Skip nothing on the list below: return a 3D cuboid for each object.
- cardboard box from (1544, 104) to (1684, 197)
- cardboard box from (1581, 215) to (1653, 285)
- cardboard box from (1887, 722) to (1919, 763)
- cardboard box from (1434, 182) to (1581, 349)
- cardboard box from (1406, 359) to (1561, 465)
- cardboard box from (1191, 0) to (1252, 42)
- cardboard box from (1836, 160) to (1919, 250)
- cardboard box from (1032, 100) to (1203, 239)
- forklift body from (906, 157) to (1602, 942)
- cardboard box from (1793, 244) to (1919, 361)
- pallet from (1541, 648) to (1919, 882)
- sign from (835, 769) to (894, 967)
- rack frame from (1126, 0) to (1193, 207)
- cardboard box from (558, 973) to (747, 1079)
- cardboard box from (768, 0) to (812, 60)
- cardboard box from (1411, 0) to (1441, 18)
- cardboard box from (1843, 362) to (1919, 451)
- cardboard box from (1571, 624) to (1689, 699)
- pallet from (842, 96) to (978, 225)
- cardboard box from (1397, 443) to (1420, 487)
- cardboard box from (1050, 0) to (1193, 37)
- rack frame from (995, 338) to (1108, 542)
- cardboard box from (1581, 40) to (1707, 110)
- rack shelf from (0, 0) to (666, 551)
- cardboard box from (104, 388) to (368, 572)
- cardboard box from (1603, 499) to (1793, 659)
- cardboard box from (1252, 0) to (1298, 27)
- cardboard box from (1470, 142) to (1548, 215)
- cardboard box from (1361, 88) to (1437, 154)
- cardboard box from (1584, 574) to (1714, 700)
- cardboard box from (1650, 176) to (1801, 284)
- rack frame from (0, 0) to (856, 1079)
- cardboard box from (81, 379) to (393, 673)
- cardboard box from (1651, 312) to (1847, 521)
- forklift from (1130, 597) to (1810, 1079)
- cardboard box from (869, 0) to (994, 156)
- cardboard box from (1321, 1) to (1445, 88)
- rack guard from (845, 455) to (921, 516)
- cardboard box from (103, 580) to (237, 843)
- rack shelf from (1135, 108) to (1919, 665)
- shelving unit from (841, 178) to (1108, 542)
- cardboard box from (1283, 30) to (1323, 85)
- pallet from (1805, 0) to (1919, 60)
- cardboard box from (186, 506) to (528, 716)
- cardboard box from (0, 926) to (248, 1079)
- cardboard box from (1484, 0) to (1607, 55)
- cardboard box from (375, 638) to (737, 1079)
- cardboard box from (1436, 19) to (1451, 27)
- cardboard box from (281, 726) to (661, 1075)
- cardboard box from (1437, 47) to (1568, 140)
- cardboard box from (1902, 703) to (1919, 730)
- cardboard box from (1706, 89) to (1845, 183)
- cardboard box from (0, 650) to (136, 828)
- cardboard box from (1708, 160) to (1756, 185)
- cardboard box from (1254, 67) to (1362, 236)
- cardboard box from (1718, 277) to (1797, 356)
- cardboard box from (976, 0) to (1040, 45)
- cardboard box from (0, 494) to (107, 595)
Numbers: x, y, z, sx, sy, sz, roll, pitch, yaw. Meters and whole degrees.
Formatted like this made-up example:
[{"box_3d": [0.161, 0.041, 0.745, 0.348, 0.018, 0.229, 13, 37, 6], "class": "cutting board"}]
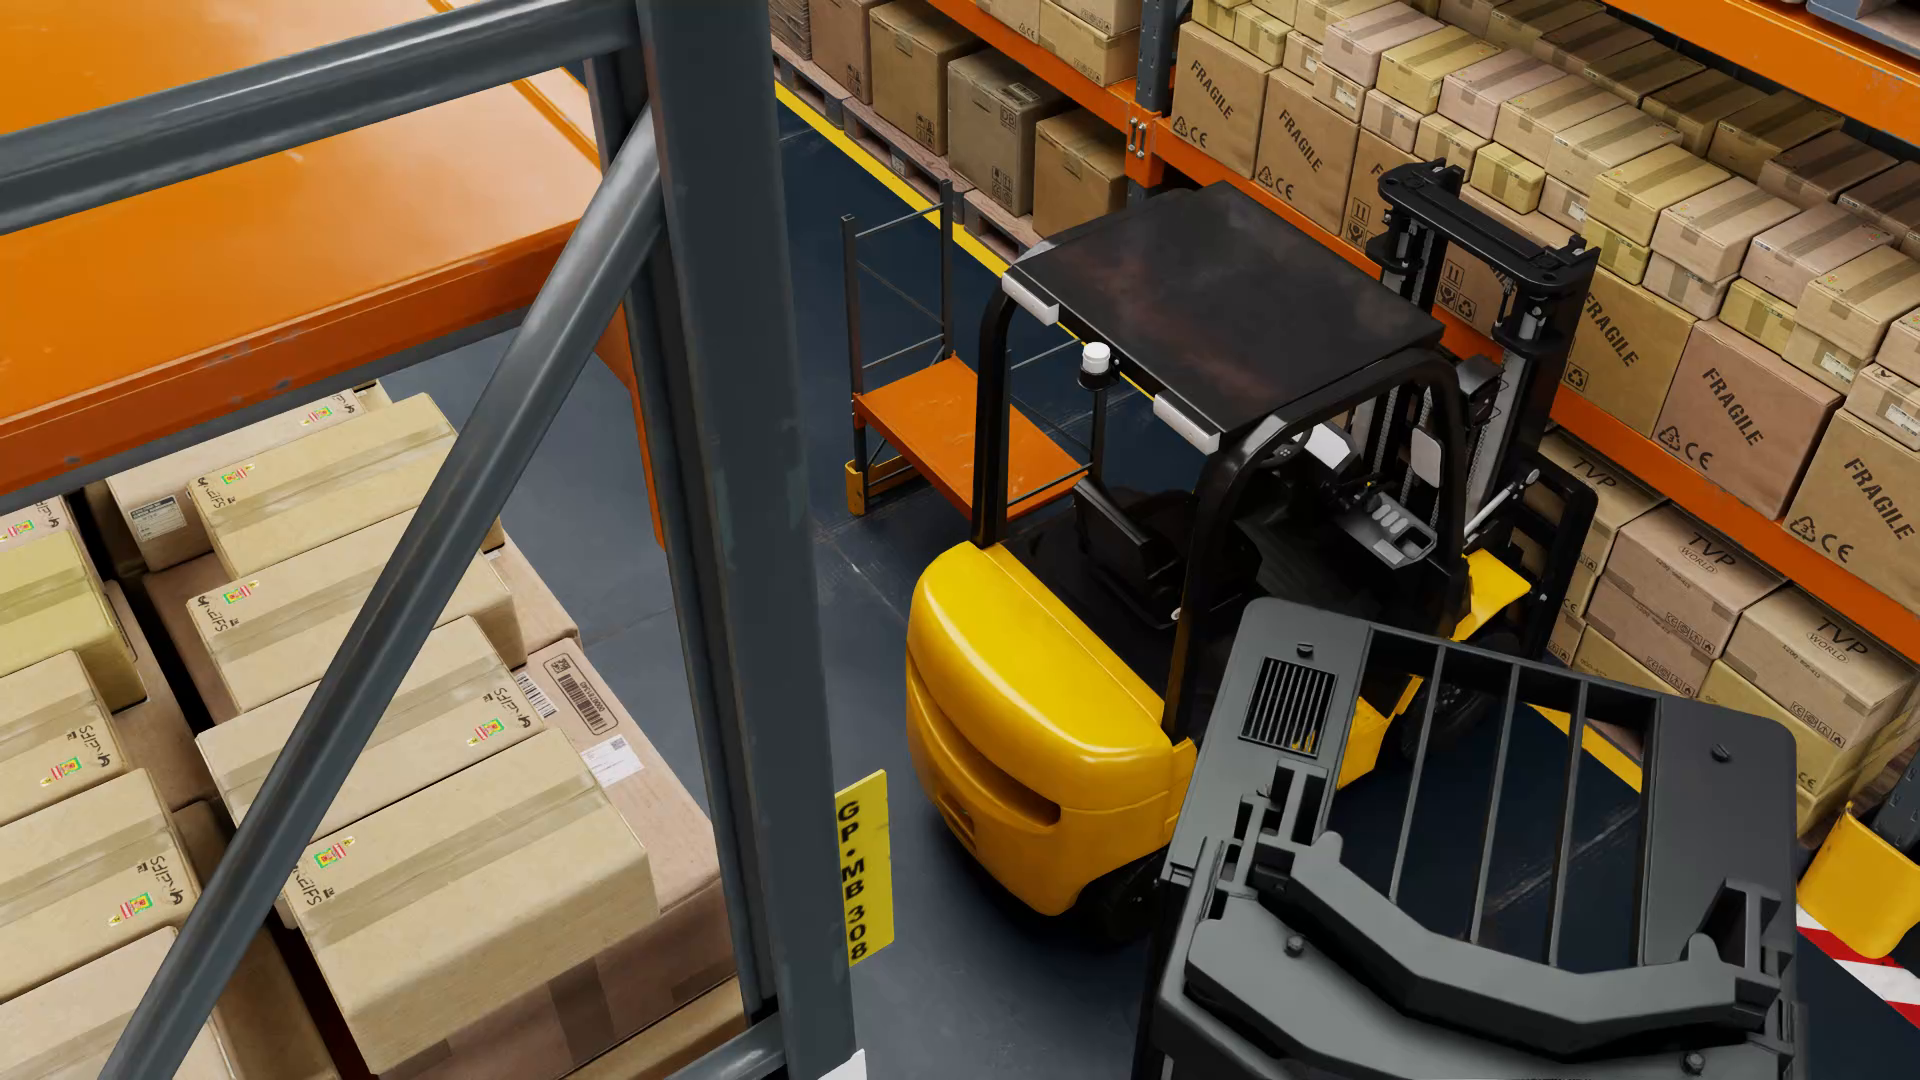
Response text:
[{"box_3d": [2.243, -1.330, 5.704, 0.380, 0.149, 0.250, -25, 49, -24], "class": "cardboard box"}, {"box_3d": [2.321, -1.039, 5.615, 0.380, 0.149, 0.250, -25, 49, -24], "class": "cardboard box"}, {"box_3d": [3.382, 0.522, 6.209, 0.500, 0.250, 0.500, -26, 49, -24], "class": "cardboard box"}, {"box_3d": [2.127, -1.045, 6.091, 0.500, 0.500, 0.500, -25, 49, -24], "class": "cardboard box"}, {"box_3d": [2.106, -0.481, 6.535, 0.500, 0.250, 0.500, -27, 50, -25], "class": "cardboard box"}, {"box_3d": [1.181, -2.217, 6.849, 0.380, 0.149, 0.250, -26, 50, -25], "class": "cardboard box"}, {"box_3d": [3.072, -1.070, 5.432, 0.380, 0.149, 0.250, -25, 49, -24], "class": "cardboard box"}, {"box_3d": [0.907, -1.815, 8.386, 0.875, 0.625, 0.625, -24, 48, -23], "class": "cardboard box"}, {"box_3d": [0.922, -0.012, 5.696, 2.313, 2.155, 1.214, -26, 49, -24], "class": "forklift body"}, {"box_3d": [2.787, -0.728, 5.074, 0.380, 0.149, 0.250, -25, 49, -24], "class": "cardboard box"}, {"box_3d": [3.031, 0.626, 6.432, 1.003, 0.211, 1.213, -26, 49, -24], "class": "pallet"}, {"box_3d": [-0.121, 0.382, 1.863, 0.100, 0.325, 0.005, -26, 49, -24], "class": "sign"}, {"box_3d": [1.215, -2.231, 7.406, 1.000, 3.000, 0.127, -26, 49, -24], "class": "rack frame"}, {"box_3d": [-0.489, 0.687, 2.359, 0.380, 0.149, 0.250, -26, 49, -24], "class": "cardboard box"}, {"box_3d": [-0.728, -3.431, 10.078, 0.875, 0.625, 0.625, -24, 49, -23], "class": "cardboard box"}, {"box_3d": [1.917, -2.245, 6.663, 0.380, 0.149, 0.250, -26, 50, -25], "class": "cardboard box"}, {"box_3d": [2.904, -0.455, 5.003, 0.380, 0.149, 0.250, -25, 49, -24], "class": "cardboard box"}, {"box_3d": [2.698, 0.450, 6.284, 0.500, 0.250, 0.500, -26, 49, -24], "class": "cardboard box"}, {"box_3d": [0.059, -2.316, 9.514, 1.003, 0.211, 1.213, -26, 49, -24], "class": "pallet"}, {"box_3d": [2.094, -0.313, 6.722, 0.500, 0.250, 0.500, -26, 49, -25], "class": "cardboard box"}, {"box_3d": [0.724, -2.535, 7.470, 0.500, 0.250, 0.500, -27, 50, -25], "class": "cardboard box"}, {"box_3d": [0.340, -0.206, 6.371, 0.500, 1.500, 0.032, -26, 49, -24], "class": "rack frame"}, {"box_3d": [2.471, -1.654, 6.044, 0.380, 0.149, 0.250, -24, 49, -23], "class": "cardboard box"}, {"box_3d": [-1.710, -1.044, 2.341, 1.077, 0.370, 4.000, -26, 49, -24], "class": "rack shelf"}, {"box_3d": [-1.154, -0.143, 2.651, 0.380, 0.149, 0.250, -26, 49, -25], "class": "cardboard box"}, {"box_3d": [2.687, 0.091, 5.936, 0.500, 0.250, 0.500, -25, 49, -24], "class": "cardboard box"}, {"box_3d": [1.392, -2.206, 6.622, 0.380, 0.149, 0.250, -25, 49, -24], "class": "cardboard box"}, {"box_3d": [2.050, -1.334, 5.924, 0.380, 0.149, 0.250, -27, 50, -25], "class": "cardboard box"}, {"box_3d": [1.732, -1.617, 6.220, 0.380, 0.149, 0.250, -26, 50, -25], "class": "cardboard box"}, {"box_3d": [2.690, 0.256, 6.126, 0.500, 0.250, 0.500, -26, 50, -25], "class": "cardboard box"}, {"box_3d": [2.465, -1.003, 5.361, 0.380, 0.149, 0.250, -25, 49, -23], "class": "cardboard box"}, {"box_3d": [-0.566, -0.173, 0.905, 1.000, 3.000, 0.127, -26, 49, -24], "class": "rack frame"}, {"box_3d": [-1.231, -0.103, 2.897, 0.500, 0.250, 0.500, -24, 49, -23], "class": "cardboard box"}, {"box_3d": [2.717, -0.474, 5.493, 0.500, 0.500, 0.500, -24, 49, -23], "class": "cardboard box"}, {"box_3d": [0.971, 1.275, 3.783, 1.130, 2.935, 3.031, 14, 45, 14], "class": "forklift"}, {"box_3d": [0.038, -2.683, 9.294, 0.875, 0.625, 0.625, -28, 50, -26], "class": "cardboard box"}, {"box_3d": [1.594, -1.872, 6.272, 0.380, 0.149, 0.250, -25, 49, -24], "class": "cardboard box"}, {"box_3d": [-0.241, -0.329, 7.405, 0.587, 0.250, 0.087, -26, 49, -24], "class": "rack guard"}, {"box_3d": [-1.356, 0.385, 2.386, 0.500, 0.250, 0.500, -26, 50, -25], "class": "cardboard box"}, {"box_3d": [2.359, -0.838, 6.468, 1.077, 0.370, 4.000, -26, 49, -24], "class": "rack shelf"}, {"box_3d": [0.044, -0.499, 6.678, 0.587, 1.500, 1.083, -26, 49, -24], "class": "shelving unit"}, {"box_3d": [1.503, -1.935, 6.553, 0.380, 0.149, 0.250, -26, 49, -25], "class": "cardboard box"}, {"box_3d": [3.120, -1.429, 4.458, 1.003, 0.211, 1.213, -26, 49, -24], "class": "pallet"}, {"box_3d": [-0.852, 0.131, 2.364, 0.380, 0.149, 0.250, -26, 49, -24], "class": "cardboard box"}, {"box_3d": [-1.002, 0.640, 1.831, 0.380, 0.149, 0.250, -25, 49, -24], "class": "cardboard box"}, {"box_3d": [2.244, -1.973, 6.378, 0.380, 0.149, 0.250, -26, 50, -25], "class": "cardboard box"}, {"box_3d": [-0.635, 0.469, 2.298, 0.500, 0.250, 0.500, -27, 50, -25], "class": "cardboard box"}, {"box_3d": [2.105, -2.008, 6.630, 0.380, 0.149, 0.250, -25, 49, -24], "class": "cardboard box"}, {"box_3d": [-0.602, 0.433, 2.047, 0.380, 0.149, 0.250, -26, 49, -25], "class": "cardboard box"}, {"box_3d": [1.956, -1.613, 6.001, 0.380, 0.149, 0.250, -26, 49, -25], "class": "cardboard box"}, {"box_3d": [3.404, 0.348, 6.029, 0.500, 0.250, 0.500, -25, 49, -24], "class": "cardboard box"}, {"box_3d": [2.831, -1.397, 5.775, 0.380, 0.149, 0.250, -27, 50, -25], "class": "cardboard box"}, {"box_3d": [-1.279, 0.341, 2.143, 0.380, 0.149, 0.250, -26, 50, -25], "class": "cardboard box"}, {"box_3d": [2.844, -1.287, 5.875, 0.380, 0.149, 0.250, -24, 49, -23], "class": "cardboard box"}, {"box_3d": [1.566, -1.624, 6.698, 0.500, 0.500, 0.500, -25, 49, -24], "class": "cardboard box"}, {"box_3d": [2.674, -0.771, 5.334, 0.380, 0.149, 0.250, -26, 49, -25], "class": "cardboard box"}, {"box_3d": [0.420, -2.641, 7.944, 0.500, 0.250, 0.500, -26, 49, -25], "class": "cardboard box"}, {"box_3d": [-1.516, 0.036, 2.463, 0.380, 0.149, 0.250, -26, 49, -24], "class": "cardboard box"}]
